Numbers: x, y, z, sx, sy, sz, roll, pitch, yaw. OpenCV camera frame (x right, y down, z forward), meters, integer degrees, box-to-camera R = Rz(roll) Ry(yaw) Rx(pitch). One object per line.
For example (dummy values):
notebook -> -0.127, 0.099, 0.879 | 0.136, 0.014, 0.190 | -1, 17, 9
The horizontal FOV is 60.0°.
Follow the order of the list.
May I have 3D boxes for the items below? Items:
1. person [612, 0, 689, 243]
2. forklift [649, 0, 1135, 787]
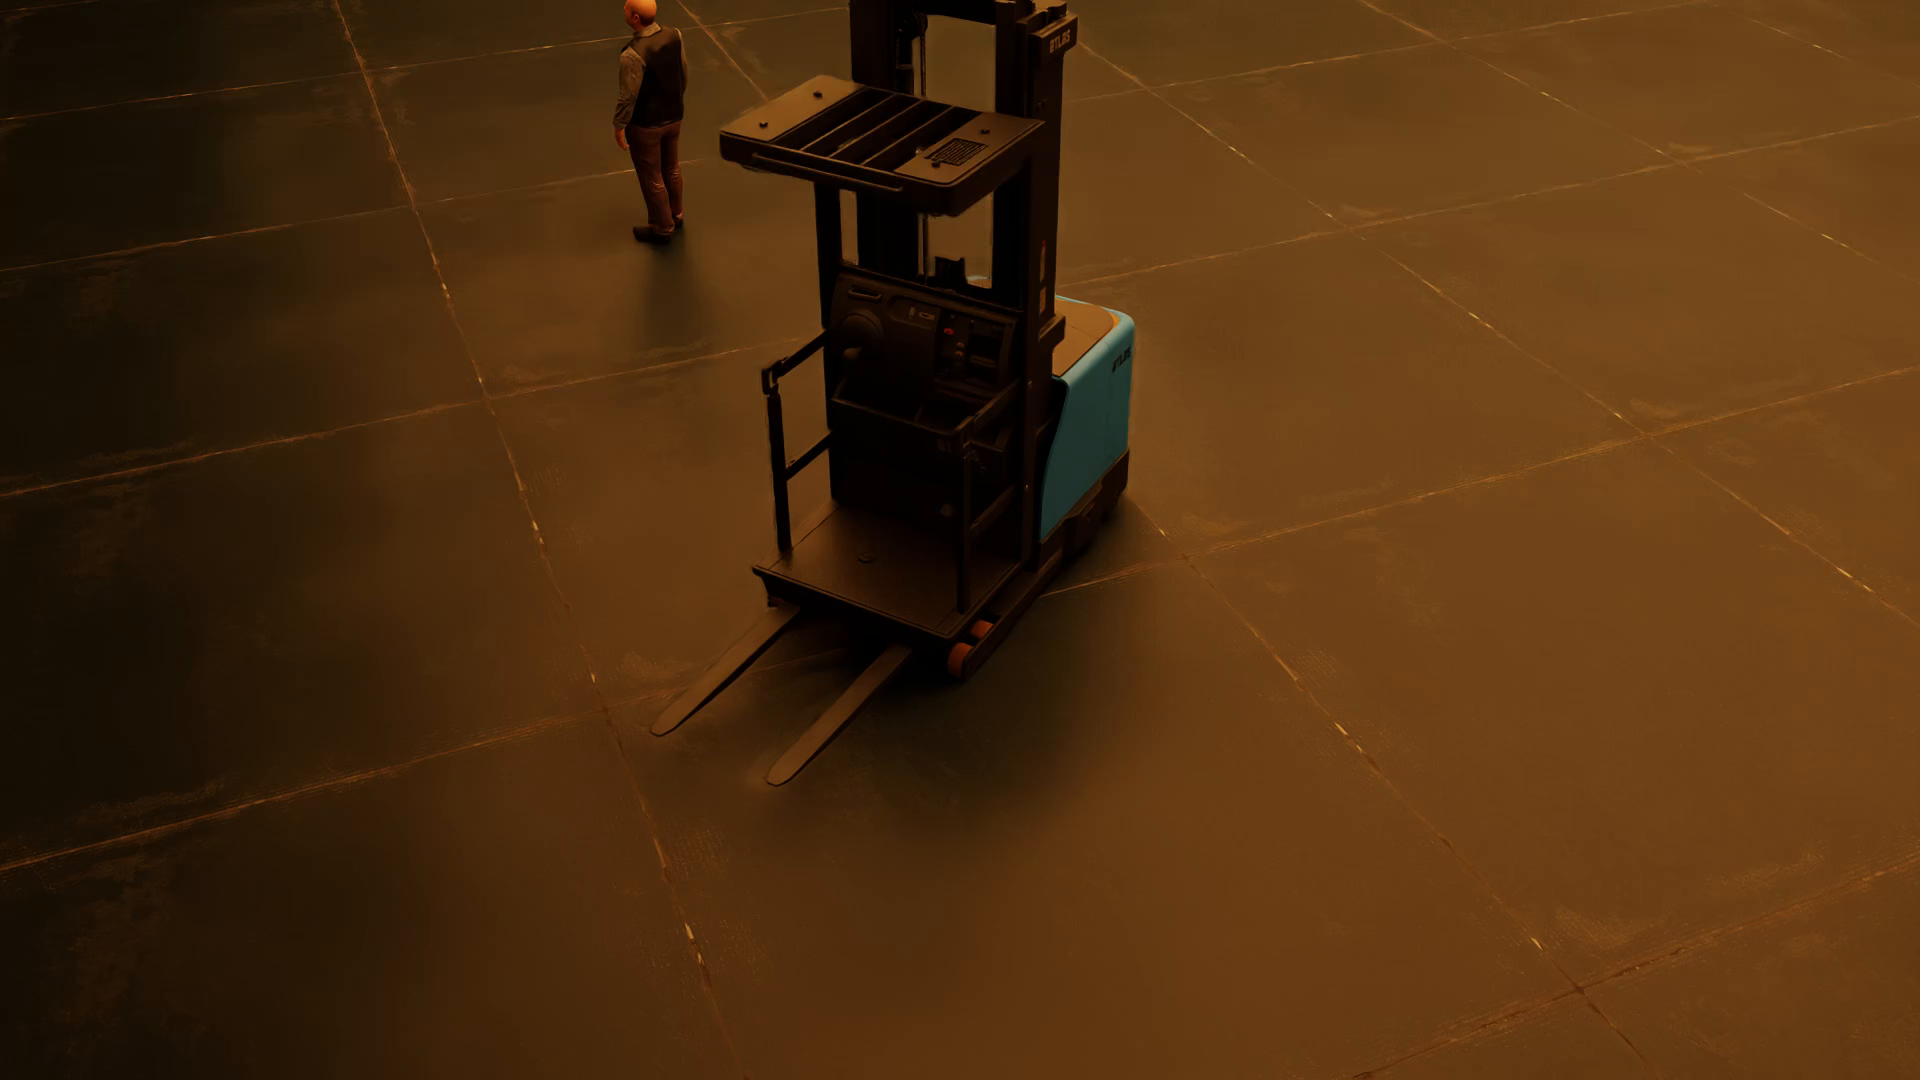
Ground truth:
person -> -2.098, -2.816, 11.089 | 0.569, 1.720, 0.633 | 22, 41, 28
forklift -> -0.279, -0.857, 7.304 | 1.130, 2.935, 3.031 | 19, 39, 24
